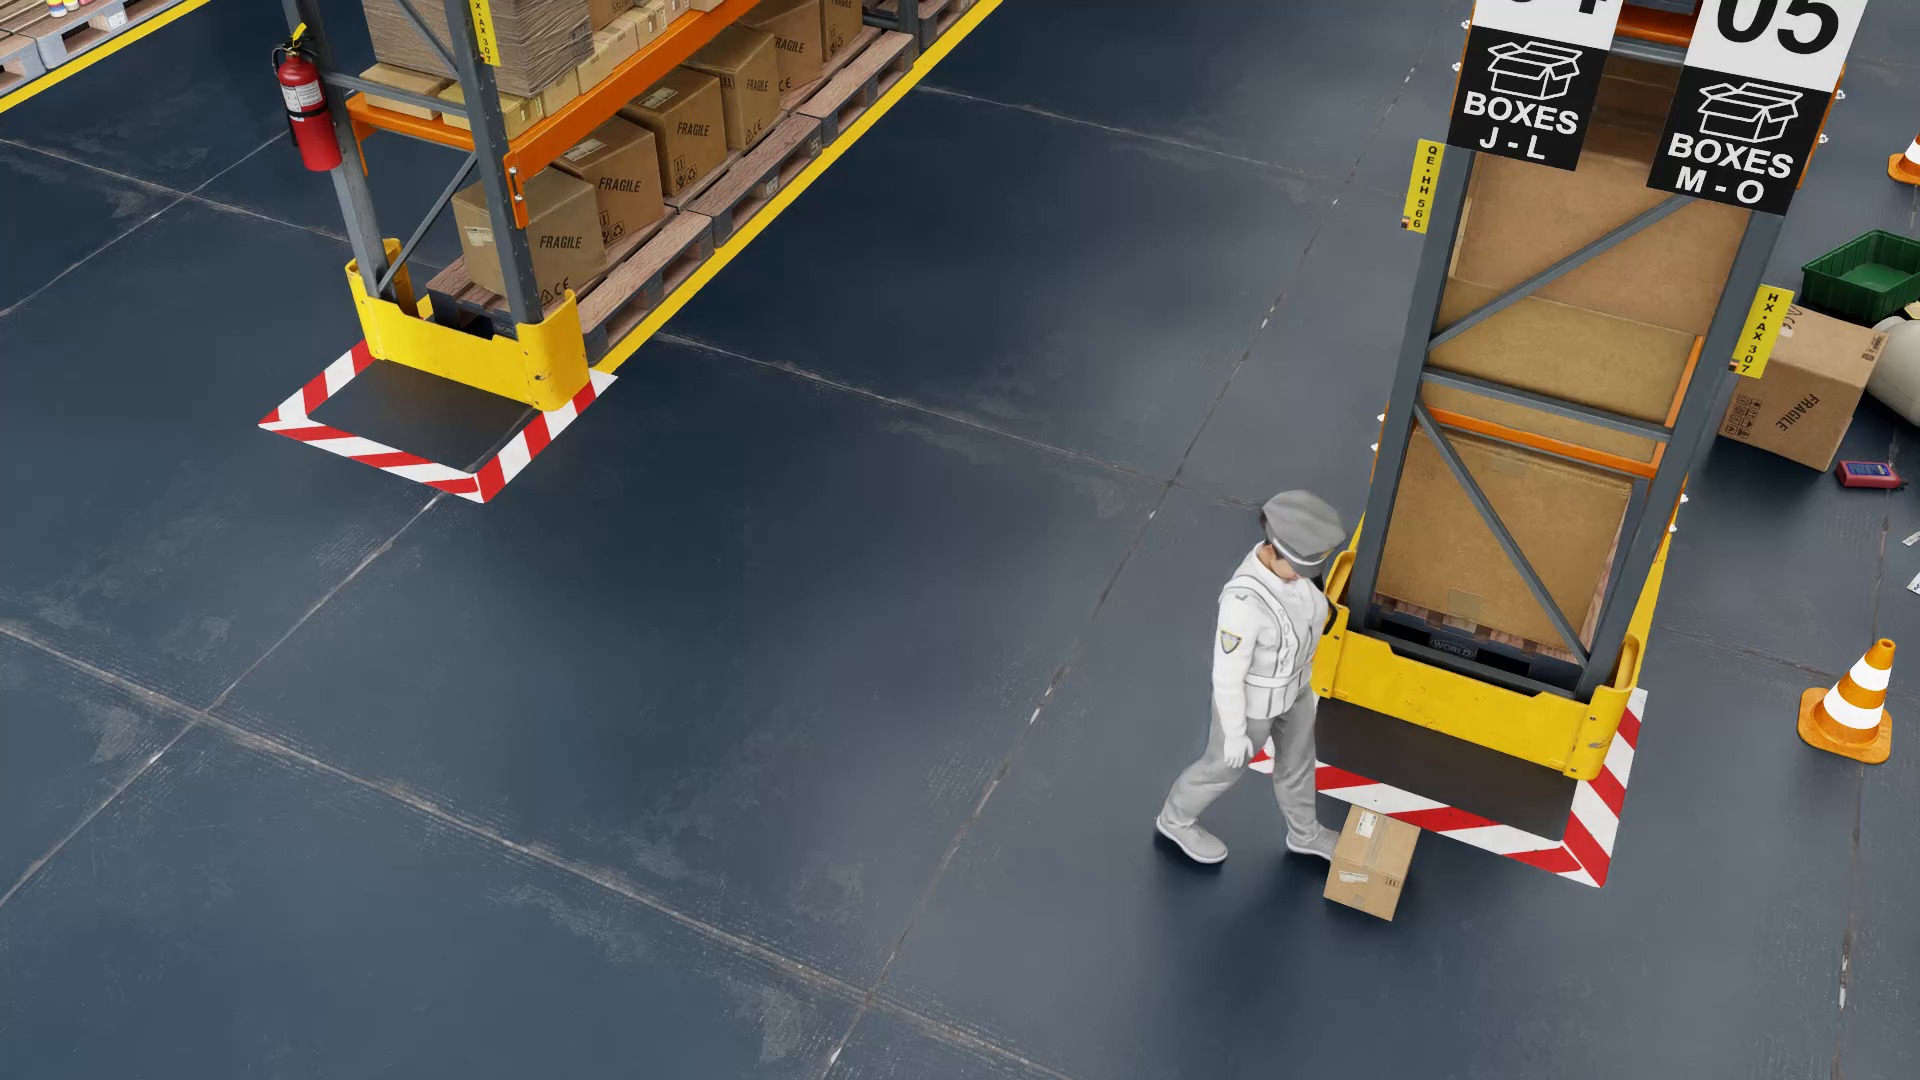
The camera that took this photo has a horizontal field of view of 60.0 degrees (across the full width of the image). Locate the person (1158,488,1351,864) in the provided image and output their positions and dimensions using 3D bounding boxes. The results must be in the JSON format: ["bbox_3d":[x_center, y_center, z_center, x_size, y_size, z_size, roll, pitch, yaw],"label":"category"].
[{"bbox_3d":[1.088,0.533,5.555,0.713,1.645,0.521,23,47,24],"label":"person"}]
